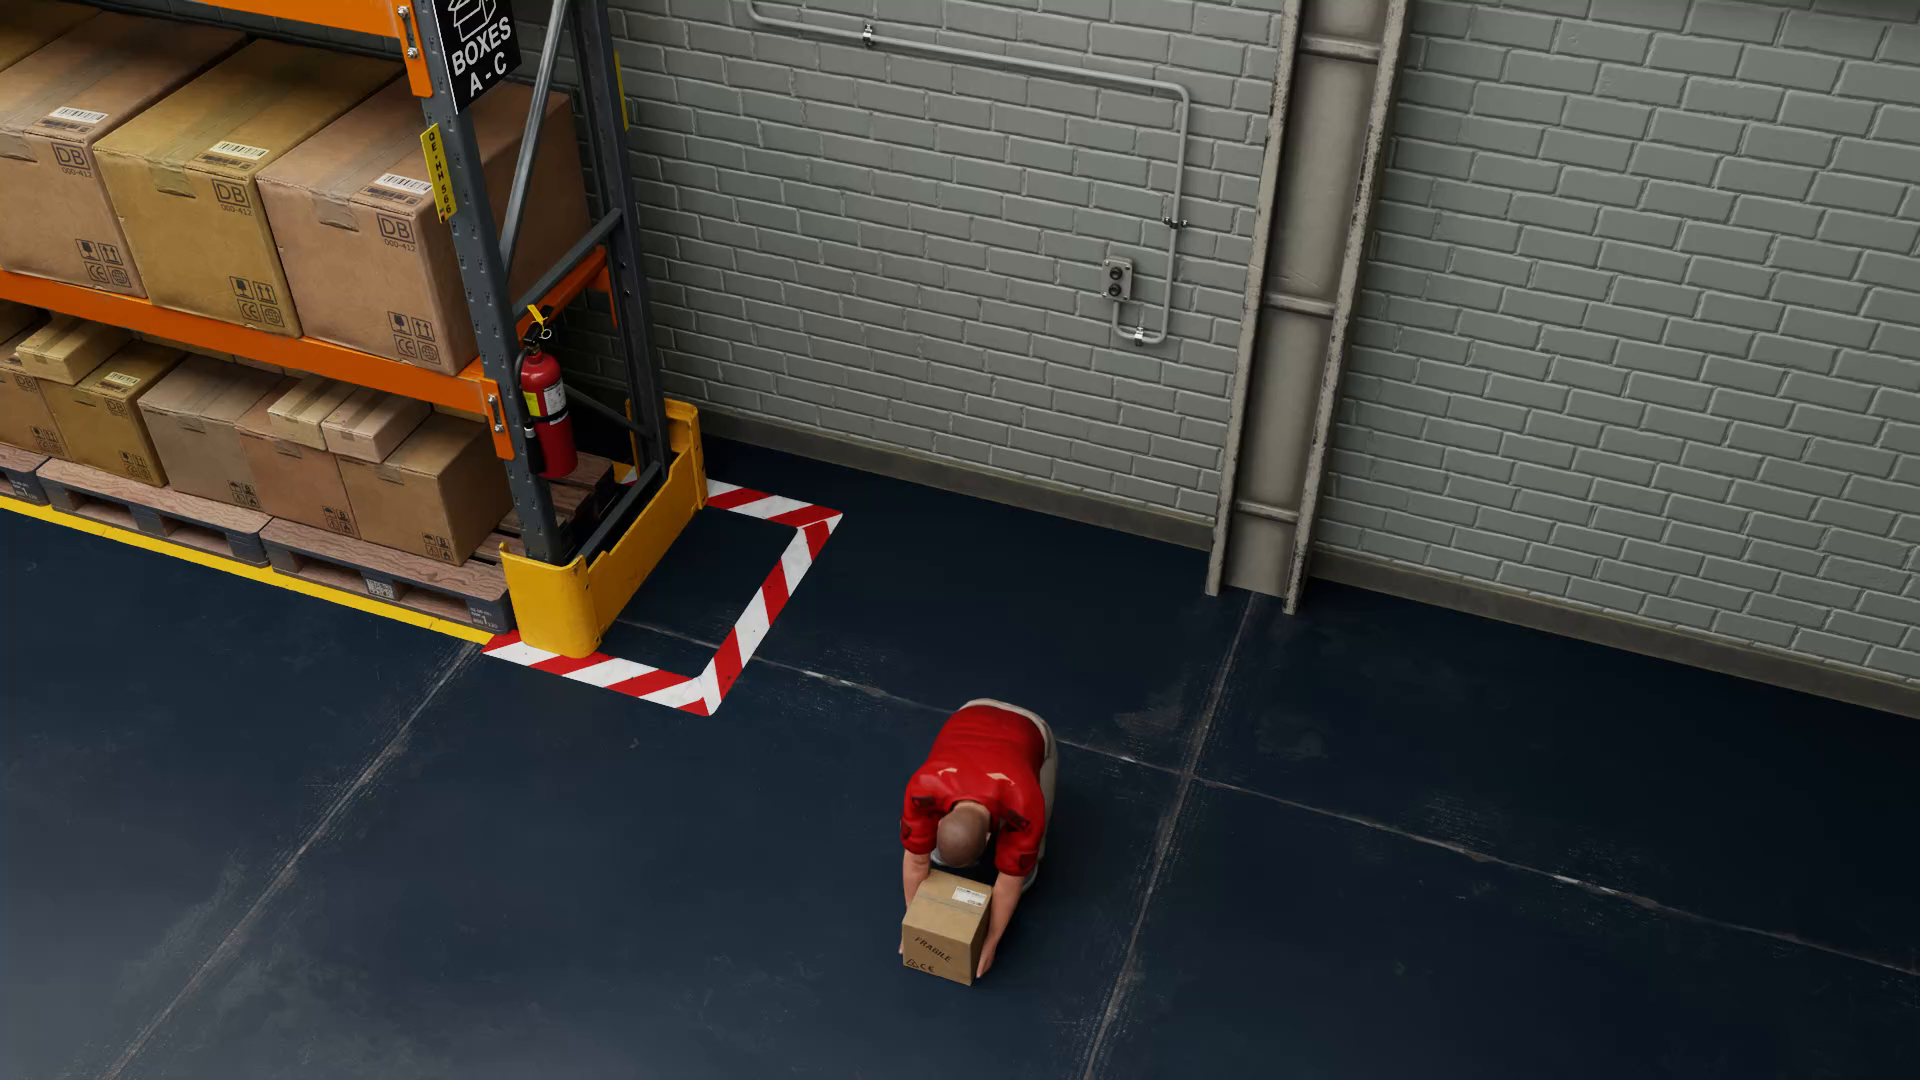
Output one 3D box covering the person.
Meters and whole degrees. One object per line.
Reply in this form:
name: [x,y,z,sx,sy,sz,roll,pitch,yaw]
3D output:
person: [0.059,0.999,5.829,0.537,0.849,0.837,13,43,15]
